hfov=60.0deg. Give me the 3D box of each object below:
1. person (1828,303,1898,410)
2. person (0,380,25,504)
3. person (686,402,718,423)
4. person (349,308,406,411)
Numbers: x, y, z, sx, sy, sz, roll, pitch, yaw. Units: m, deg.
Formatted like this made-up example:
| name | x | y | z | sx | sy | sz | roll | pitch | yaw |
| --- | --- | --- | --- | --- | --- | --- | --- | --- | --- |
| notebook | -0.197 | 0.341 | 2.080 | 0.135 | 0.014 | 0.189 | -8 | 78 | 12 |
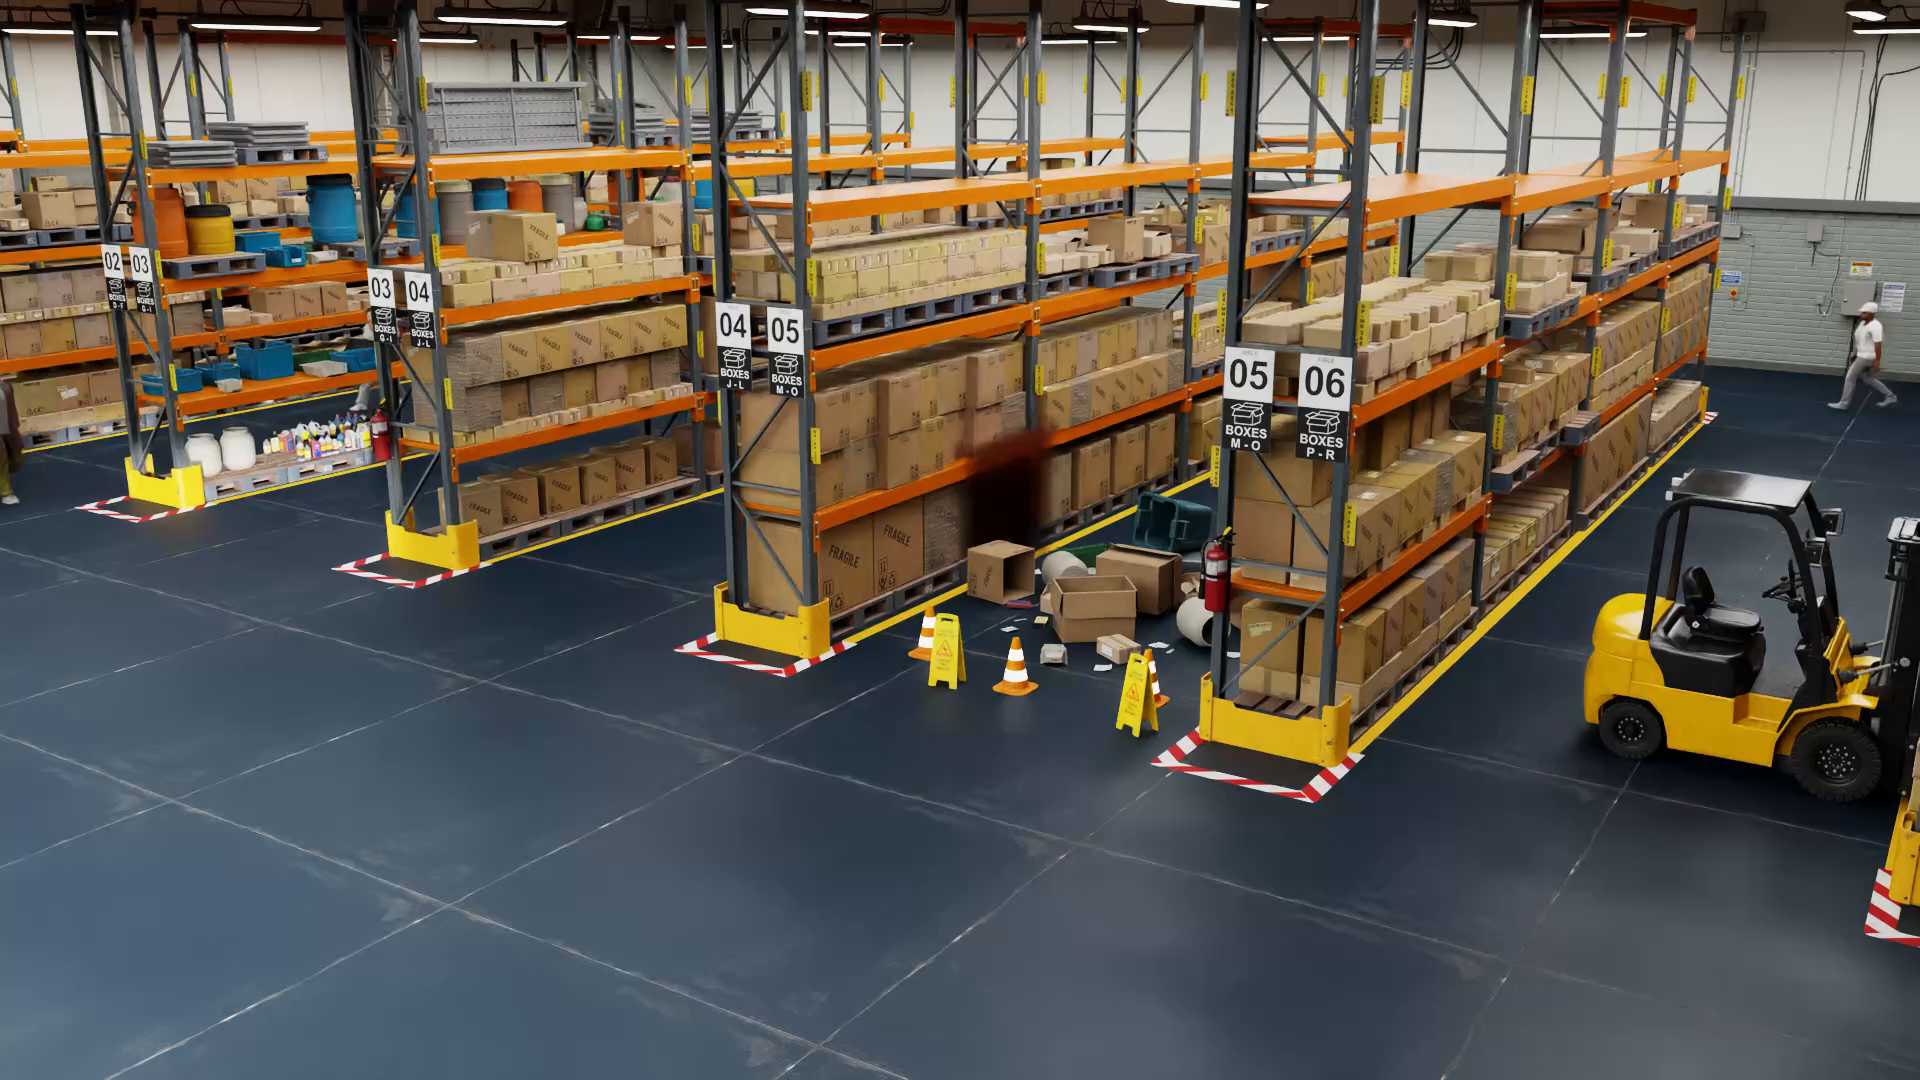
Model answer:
| name | x | y | z | sx | sy | sz | roll | pitch | yaw |
| --- | --- | --- | --- | --- | --- | --- | --- | --- | --- |
| person | 14.465 | -2.913 | 26.456 | 0.989 | 1.732 | 0.541 | 8 | 17 | 26 |
| person | -12.041 | -1.356 | 20.756 | 0.834 | 1.758 | 0.572 | 10 | 18 | 31 |
| person | -3.812 | -2.409 | 24.640 | 0.688 | 1.706 | 1.085 | 10 | 18 | 32 |
| person | -9.373 | -2.915 | 26.608 | 0.556 | 1.606 | 1.072 | 7 | 17 | 23 |
